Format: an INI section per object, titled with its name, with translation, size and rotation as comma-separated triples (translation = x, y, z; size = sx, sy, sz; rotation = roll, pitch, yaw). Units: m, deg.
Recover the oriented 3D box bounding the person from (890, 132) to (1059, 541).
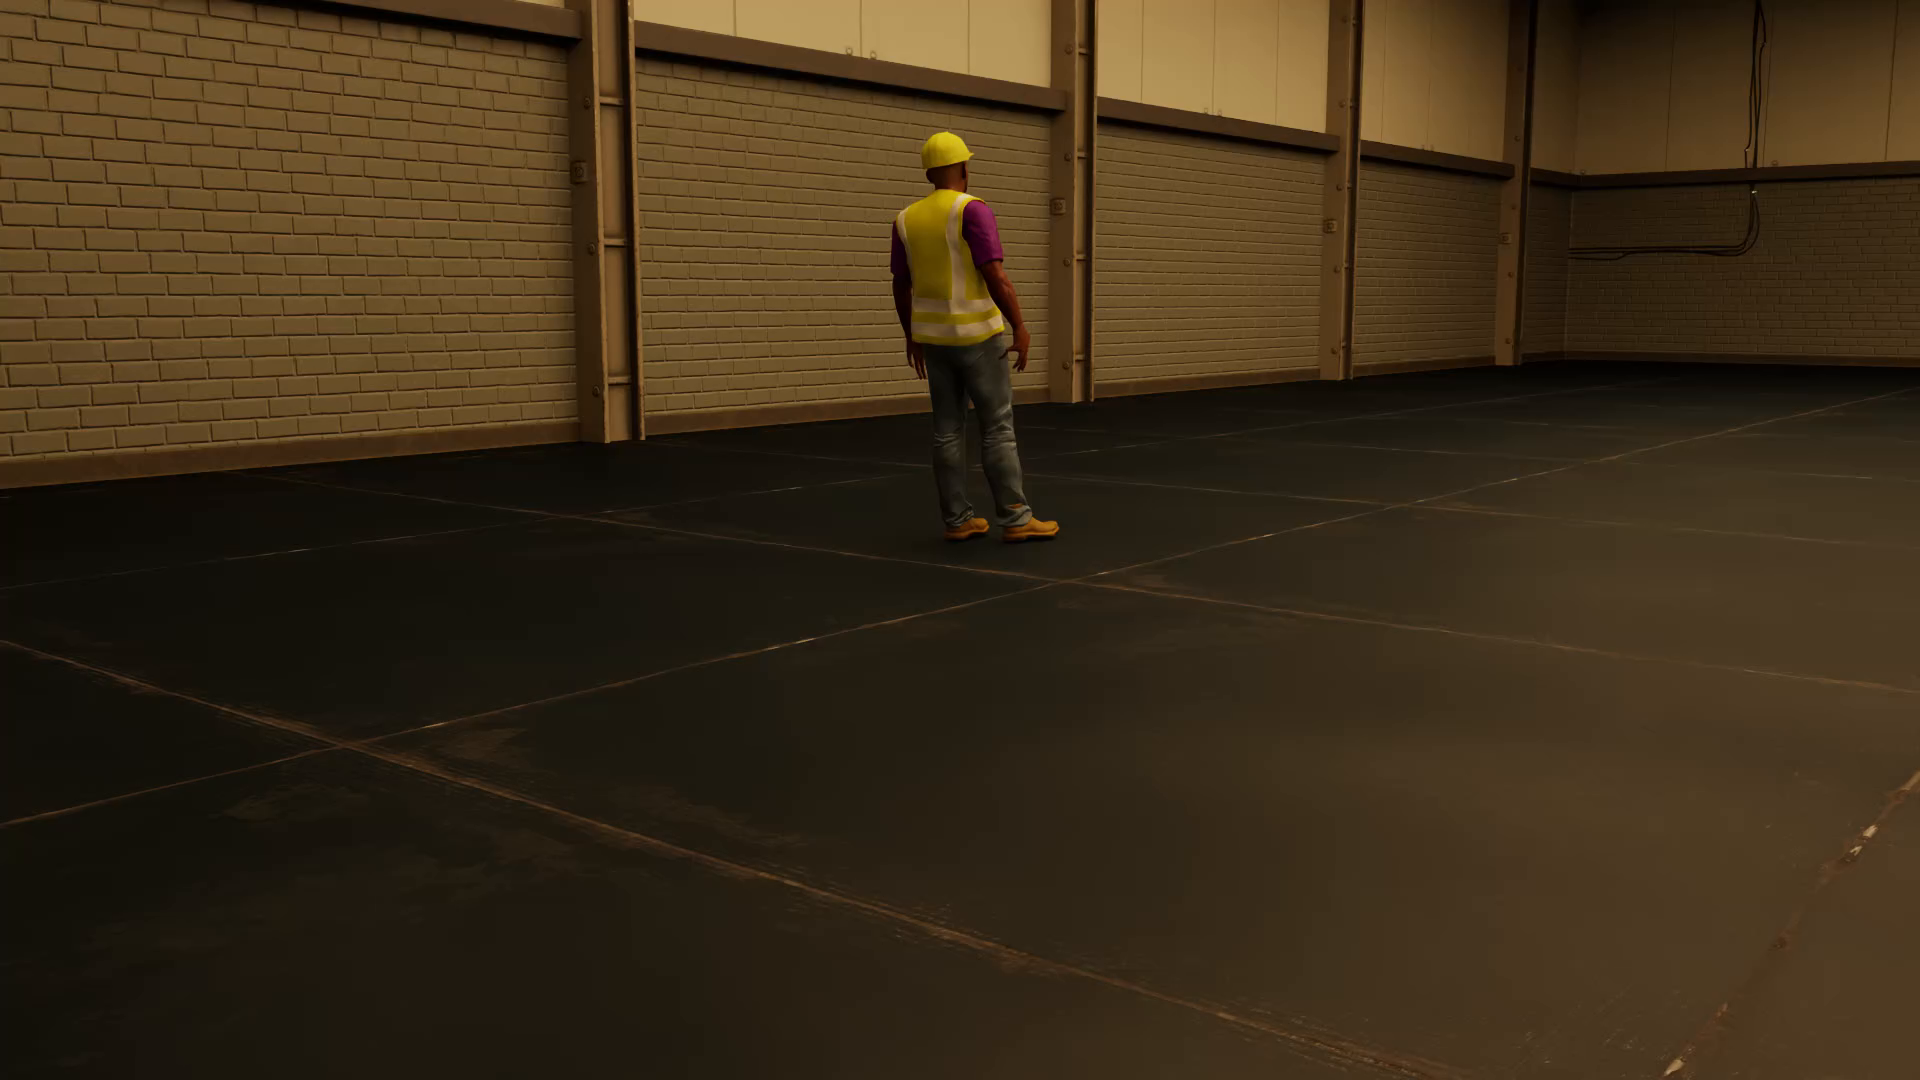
[person]
translation = 0.049, -0.889, 7.326
size = 0.665, 1.768, 0.575
rotation = 7, 11, 38
